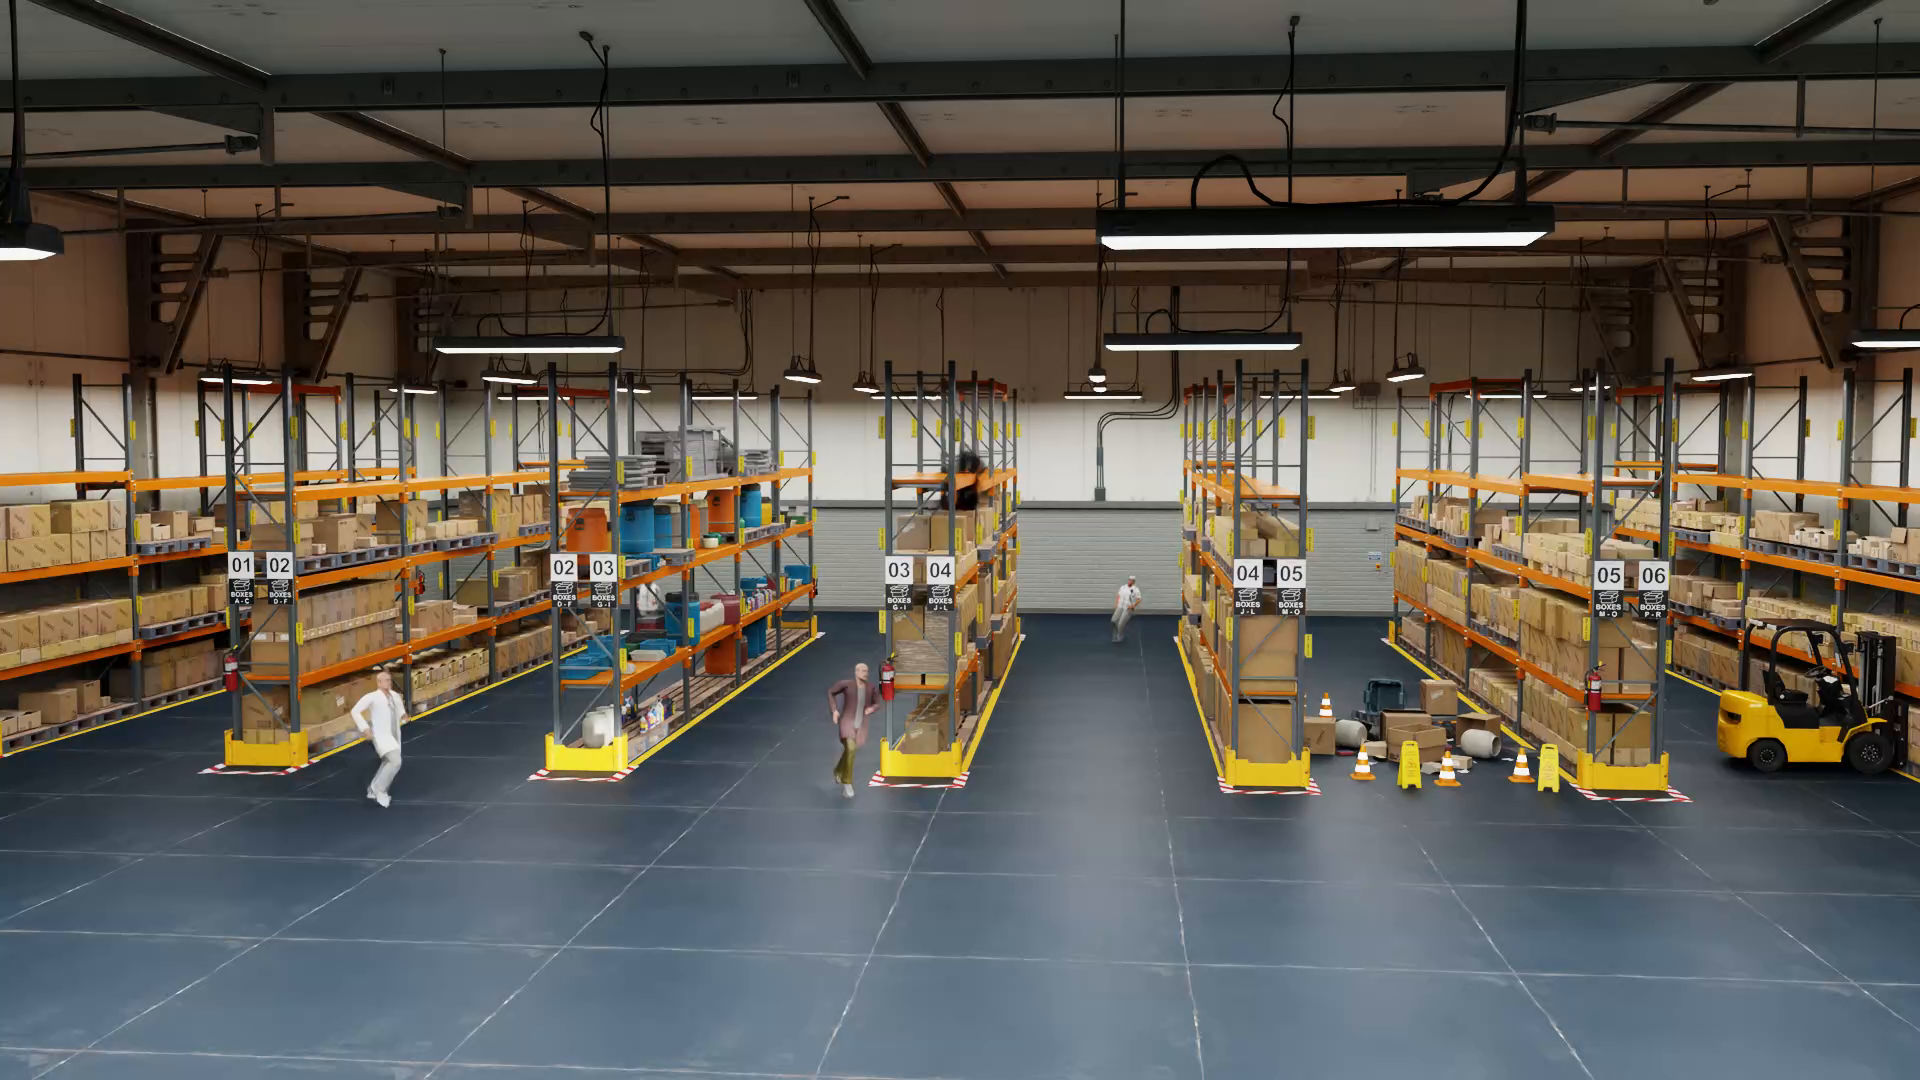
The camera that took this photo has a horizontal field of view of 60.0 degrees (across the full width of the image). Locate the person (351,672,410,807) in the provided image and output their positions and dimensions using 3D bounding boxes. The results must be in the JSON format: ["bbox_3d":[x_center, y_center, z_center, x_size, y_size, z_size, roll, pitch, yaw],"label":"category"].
[{"bbox_3d":[-7.652,2.660,22.198,0.756,1.785,0.676,1,4,22],"label":"person"}]

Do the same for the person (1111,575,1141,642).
[{"bbox_3d":[3.873,1.628,39.264,0.701,1.581,0.512,3,5,38],"label":"person"}]

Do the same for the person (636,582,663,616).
[{"bbox_3d":[-7.196,1.607,38.355,0.673,1.770,0.898,0,4,-7],"label":"person"}]

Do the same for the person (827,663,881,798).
[{"bbox_3d":[-1.452,2.612,23.179,0.709,1.809,0.896,-2,4,-29],"label":"person"}]
